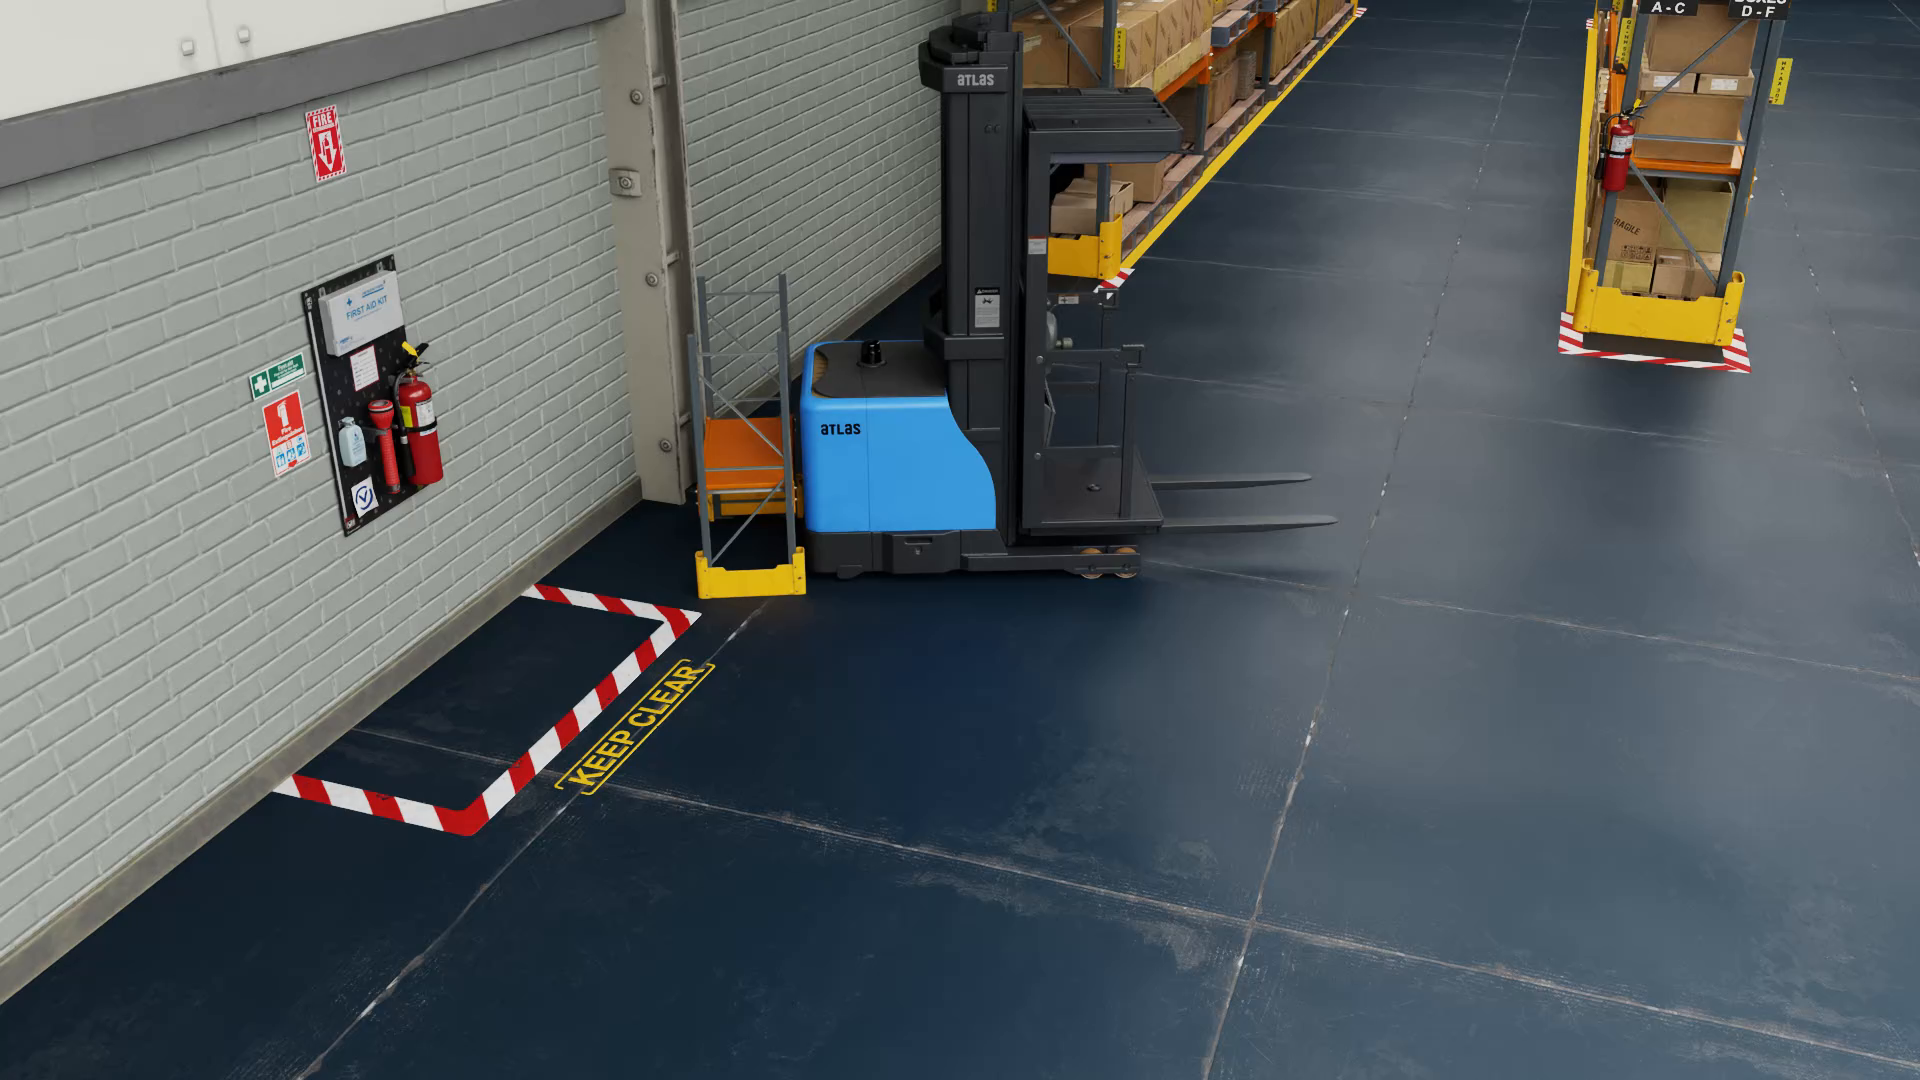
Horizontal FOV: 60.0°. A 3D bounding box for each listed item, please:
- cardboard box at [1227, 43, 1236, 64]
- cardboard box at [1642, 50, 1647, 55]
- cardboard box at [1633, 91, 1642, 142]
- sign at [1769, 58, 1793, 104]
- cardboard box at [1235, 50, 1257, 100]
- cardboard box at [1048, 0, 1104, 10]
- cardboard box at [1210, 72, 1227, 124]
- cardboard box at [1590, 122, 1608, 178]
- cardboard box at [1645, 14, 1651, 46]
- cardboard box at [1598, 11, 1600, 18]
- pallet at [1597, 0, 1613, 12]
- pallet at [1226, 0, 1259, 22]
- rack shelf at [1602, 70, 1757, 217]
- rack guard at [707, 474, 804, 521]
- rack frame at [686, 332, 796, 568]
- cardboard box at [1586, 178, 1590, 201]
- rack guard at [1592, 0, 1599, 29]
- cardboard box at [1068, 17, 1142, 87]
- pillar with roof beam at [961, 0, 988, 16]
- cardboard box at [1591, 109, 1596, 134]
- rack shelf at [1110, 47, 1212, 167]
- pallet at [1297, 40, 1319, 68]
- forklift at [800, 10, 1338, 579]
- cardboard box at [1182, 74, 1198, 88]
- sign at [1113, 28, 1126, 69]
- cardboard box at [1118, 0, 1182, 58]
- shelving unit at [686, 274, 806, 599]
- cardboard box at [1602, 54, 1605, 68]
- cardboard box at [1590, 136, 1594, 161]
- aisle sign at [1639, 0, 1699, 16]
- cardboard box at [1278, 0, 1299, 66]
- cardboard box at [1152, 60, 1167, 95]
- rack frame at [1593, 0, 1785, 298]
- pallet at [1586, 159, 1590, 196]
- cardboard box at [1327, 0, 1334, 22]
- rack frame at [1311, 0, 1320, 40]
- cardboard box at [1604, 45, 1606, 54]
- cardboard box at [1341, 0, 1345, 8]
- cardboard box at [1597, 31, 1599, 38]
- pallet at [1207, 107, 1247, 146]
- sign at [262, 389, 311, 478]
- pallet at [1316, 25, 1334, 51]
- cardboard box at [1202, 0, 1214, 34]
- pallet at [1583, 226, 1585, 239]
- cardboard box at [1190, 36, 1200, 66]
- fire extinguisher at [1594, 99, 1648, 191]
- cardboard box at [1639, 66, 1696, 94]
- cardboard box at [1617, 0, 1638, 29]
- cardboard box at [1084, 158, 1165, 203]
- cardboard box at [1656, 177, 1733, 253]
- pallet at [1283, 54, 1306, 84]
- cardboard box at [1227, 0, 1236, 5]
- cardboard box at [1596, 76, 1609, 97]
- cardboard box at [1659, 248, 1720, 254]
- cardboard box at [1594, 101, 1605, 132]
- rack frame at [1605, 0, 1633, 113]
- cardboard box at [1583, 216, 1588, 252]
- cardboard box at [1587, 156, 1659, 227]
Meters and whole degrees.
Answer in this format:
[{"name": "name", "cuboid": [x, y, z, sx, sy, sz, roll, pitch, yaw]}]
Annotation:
[{"name": "cardboard box", "cuboid": [3.018, -5.892, 19.979, 0.500, 0.250, 0.500, 9, 27, 18]}, {"name": "cardboard box", "cuboid": [5.672, -3.843, 13.386, 0.380, 0.149, 0.250, 9, 27, 18]}, {"name": "cardboard box", "cuboid": [5.805, -3.457, 13.333, 0.700, 0.500, 0.500, 9, 27, 19]}, {"name": "sign", "cuboid": [5.989, -3.348, 12.138, 0.100, 0.325, 0.005, 9, 27, 17]}, {"name": "cardboard box", "cuboid": [3.267, -5.779, 20.608, 0.700, 0.500, 0.500, 9, 27, 18]}, {"name": "cardboard box", "cuboid": [1.096, -4.644, 15.189, 0.500, 0.500, 0.500, 8, 27, 16]}, {"name": "cardboard box", "cuboid": [2.688, -5.167, 19.344, 0.700, 0.500, 0.500, 9, 27, 18]}, {"name": "cardboard box", "cuboid": [6.190, -3.586, 15.528, 0.500, 0.500, 0.500, 9, 27, 17]}, {"name": "cardboard box", "cuboid": [5.990, -4.270, 13.524, 0.700, 0.500, 0.500, 9, 27, 18]}, {"name": "cardboard box", "cuboid": [10.177, -8.153, 25.798, 0.500, 0.250, 0.500, 9, 27, 17]}, {"name": "pallet", "cuboid": [8.289, -6.495, 19.943, 1.213, 0.211, 1.003, 9, 27, 17]}, {"name": "pallet", "cuboid": [2.837, -6.104, 19.135, 1.003, 0.211, 1.213, 9, 27, 17]}, {"name": "rack shelf", "cuboid": [6.133, -3.503, 14.369, 1.077, 0.370, 4.000, 9, 27, 17]}, {"name": "rack guard", "cuboid": [-1.231, -0.253, 9.986, 0.587, 0.250, 0.087, -2, 26, -5]}, {"name": "rack frame", "cuboid": [-1.141, -0.375, 8.803, 0.500, 1.500, 0.032, -2, 26, -5]}, {"name": "cardboard box", "cuboid": [6.187, -3.249, 15.692, 0.500, 0.250, 0.500, 9, 27, 17]}, {"name": "rack guard", "cuboid": [10.767, -8.424, 26.575, 1.175, 0.500, 0.348, 9, 27, 17]}, {"name": "cardboard box", "cuboid": [1.237, -4.154, 14.176, 0.500, 0.500, 0.500, 9, 27, 18]}, {"name": "pillar with roof beam", "cuboid": [4.272, -6.211, 12.252, 9.100, 9.000, 0.400, 9, 27, 17]}, {"name": "cardboard box", "cuboid": [7.345, -4.651, 18.586, 0.500, 0.250, 0.500, 8, 27, 16]}, {"name": "rack shelf", "cuboid": [1.461, -4.220, 15.850, 1.077, 0.370, 4.000, 9, 27, 17]}, {"name": "pallet", "cuboid": [4.603, -7.071, 24.111, 1.003, 0.211, 1.213, 9, 27, 17]}, {"name": "forklift", "cuboid": [0.621, -1.333, 9.140, 3.031, 2.935, 1.130, -1, 26, -3]}, {"name": "cardboard box", "cuboid": [2.499, -5.263, 18.681, 0.500, 0.250, 0.500, 8, 27, 16]}, {"name": "sign", "cuboid": [1.307, -4.033, 13.645, 0.100, 0.325, 0.005, 9, 27, 17]}, {"name": "cardboard box", "cuboid": [1.750, -4.781, 15.471, 0.500, 0.500, 0.500, 10, 27, 19]}, {"name": "shelving unit", "cuboid": [-1.187, -0.600, 9.267, 0.587, 1.500, 1.083, -2, 26, -5]}, {"name": "cardboard box", "cuboid": [8.220, -5.784, 20.618, 0.500, 0.500, 0.500, 10, 28, 19]}, {"name": "cardboard box", "cuboid": [6.833, -4.021, 17.285, 0.500, 0.250, 0.500, 8, 27, 17]}, {"name": "aisle sign", "cuboid": [5.169, -4.191, 11.981, 0.394, 0.787, 0.004, 9, 27, 17]}, {"name": "cardboard box", "cuboid": [4.123, -6.873, 22.489, 0.750, 0.750, 0.750, 9, 27, 17]}, {"name": "cardboard box", "cuboid": [1.591, -4.242, 15.219, 0.500, 0.250, 0.500, 8, 27, 17]}, {"name": "rack frame", "cuboid": [5.468, -3.005, 12.515, 1.000, 3.000, 0.127, 9, 27, 17]}, {"name": "pallet", "cuboid": [7.007, -3.703, 17.155, 1.003, 0.211, 1.213, 9, 27, 17]}, {"name": "cardboard box", "cuboid": [5.477, -8.427, 26.098, 0.700, 0.500, 0.500, 9, 27, 19]}, {"name": "rack frame", "cuboid": [4.788, -8.654, 24.181, 1.000, 3.000, 0.127, 9, 27, 17]}, {"name": "cardboard box", "cuboid": [8.235, -6.146, 20.504, 0.500, 0.250, 0.500, 10, 28, 19]}, {"name": "cardboard box", "cuboid": [5.981, -9.059, 27.405, 0.700, 0.500, 0.500, 9, 27, 17]}, {"name": "cardboard box", "cuboid": [9.451, -7.290, 24.130, 0.380, 0.149, 0.250, 9, 27, 17]}, {"name": "pallet", "cuboid": [2.788, -4.934, 19.699, 1.003, 0.211, 1.213, 9, 27, 17]}, {"name": "sign", "cuboid": [-2.924, -0.463, 7.224, 0.001, 0.329, 0.234, 9, 27, 17]}, {"name": "pallet", "cuboid": [5.115, -7.700, 25.410, 1.003, 0.211, 1.213, 9, 27, 17]}, {"name": "cardboard box", "cuboid": [2.261, -5.406, 16.762, 0.500, 0.500, 0.500, 9, 27, 17]}, {"name": "pallet", "cuboid": [6.495, -3.073, 15.855, 1.003, 0.211, 1.213, 9, 27, 17]}, {"name": "cardboard box", "cuboid": [2.081, -4.865, 16.506, 0.500, 0.250, 0.500, 9, 27, 18]}, {"name": "fire extinguisher", "cuboid": [4.990, -2.989, 12.571, 0.296, 0.674, 0.183, 9, 27, 17]}, {"name": "cardboard box", "cuboid": [5.415, -3.527, 12.733, 0.380, 0.149, 0.250, 8, 27, 17]}, {"name": "cardboard box", "cuboid": [7.650, -5.913, 18.624, 0.500, 0.311, 0.500, 8, 27, 17]}, {"name": "cardboard box", "cuboid": [1.591, -3.595, 16.096, 0.700, 0.500, 0.500, 7, 27, 14]}, {"name": "cardboard box", "cuboid": [6.021, -2.688, 13.673, 0.500, 0.500, 0.500, 9, 27, 17]}, {"name": "pallet", "cuboid": [4.198, -6.567, 23.072, 1.003, 0.211, 1.213, 9, 27, 17]}, {"name": "cardboard box", "cuboid": [2.710, -6.317, 18.735, 0.700, 0.500, 0.500, 13, 29, 24]}, {"name": "cardboard box", "cuboid": [7.512, -5.107, 18.886, 0.500, 0.311, 0.500, 8, 27, 16]}, {"name": "cardboard box", "cuboid": [6.019, -2.351, 13.837, 0.500, 0.250, 0.500, 9, 27, 17]}, {"name": "cardboard box", "cuboid": [6.999, -4.480, 17.592, 0.500, 0.311, 0.500, 9, 27, 17]}, {"name": "rack frame", "cuboid": [6.799, -4.649, 15.910, 1.000, 3.000, 0.127, 9, 27, 17]}, {"name": "cardboard box", "cuboid": [5.687, -2.633, 14.419, 0.500, 0.250, 0.500, 9, 27, 17]}, {"name": "cardboard box", "cuboid": [5.685, -2.971, 14.257, 0.500, 0.500, 0.500, 9, 27, 17]}]
